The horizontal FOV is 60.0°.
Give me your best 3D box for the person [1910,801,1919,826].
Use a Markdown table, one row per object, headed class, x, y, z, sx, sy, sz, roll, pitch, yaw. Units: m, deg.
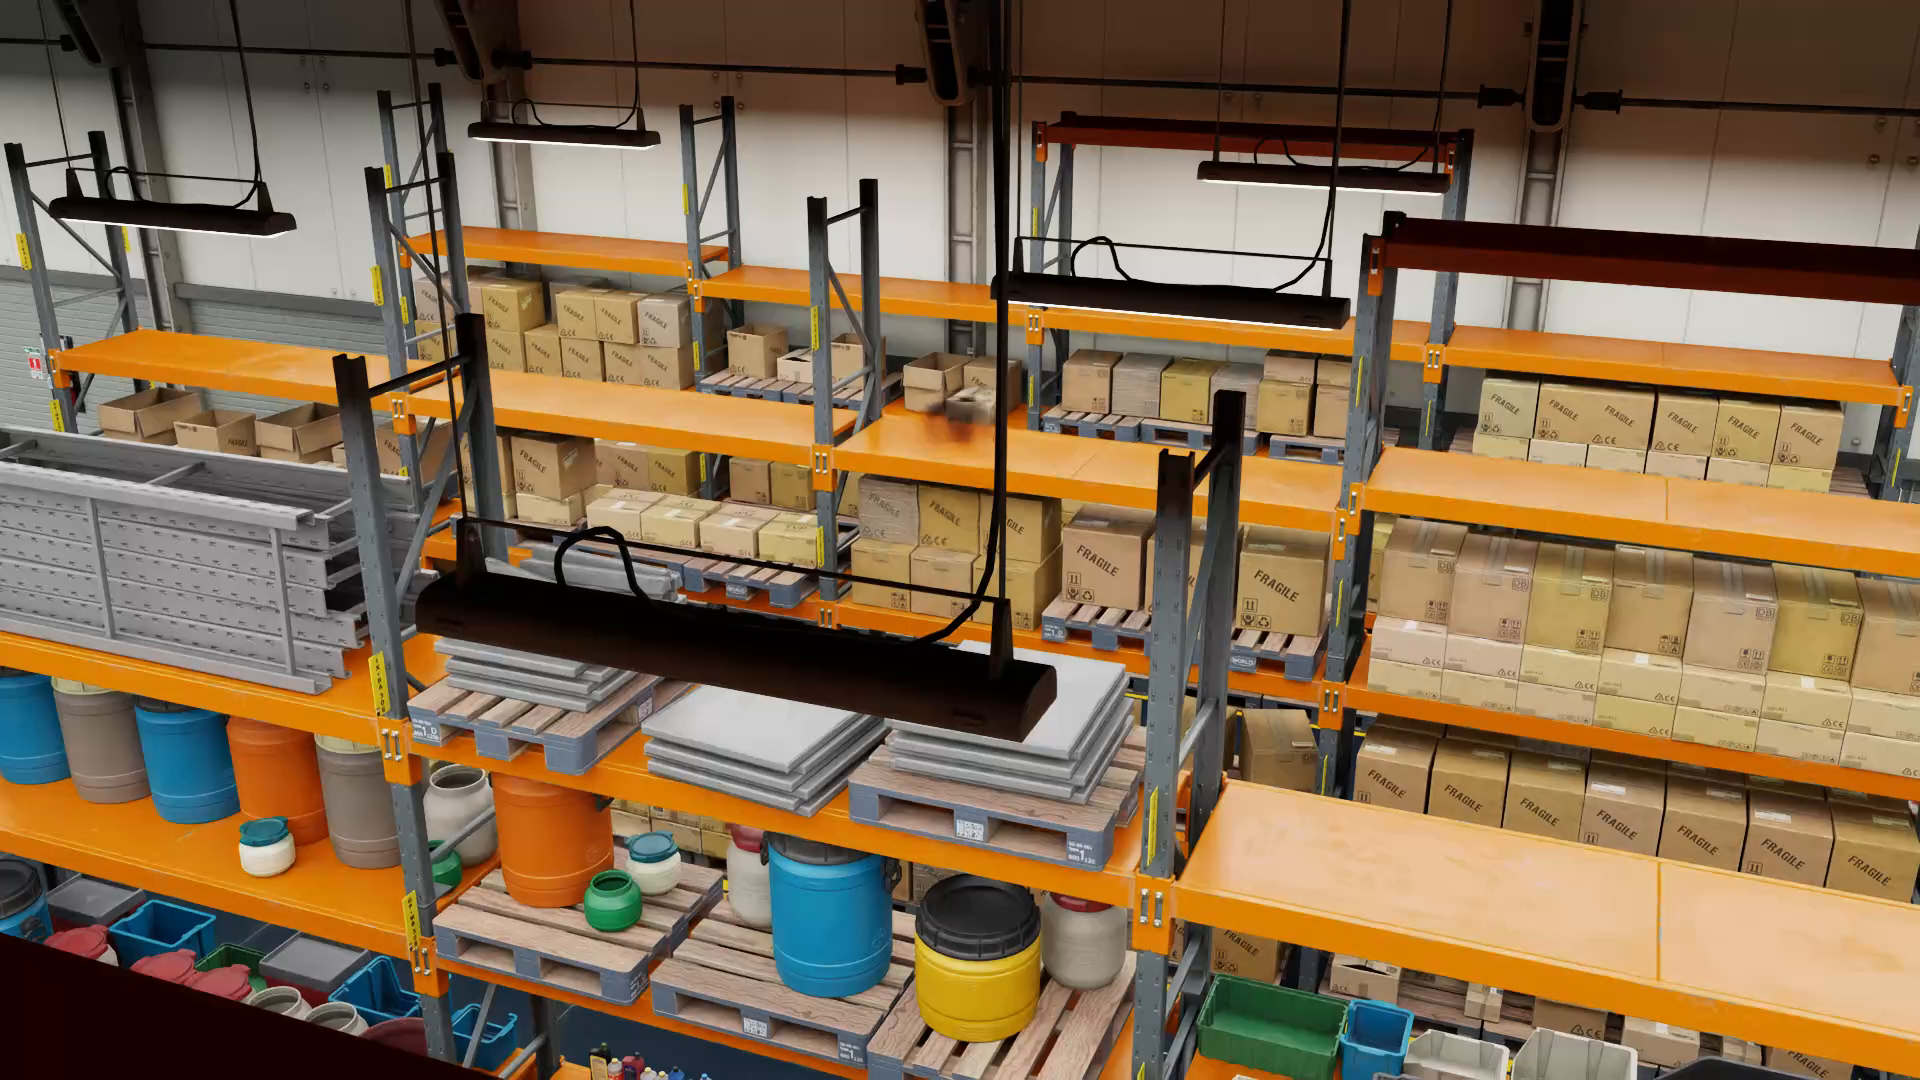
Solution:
| class | x | y | z | sx | sy | sz | roll | pitch | yaw |
| --- | --- | --- | --- | --- | --- | --- | --- | --- | --- |
| person | 8.090 | 2.052 | 14.533 | 1.125 | 1.712 | 0.660 | -1 | 21 | -3 |
